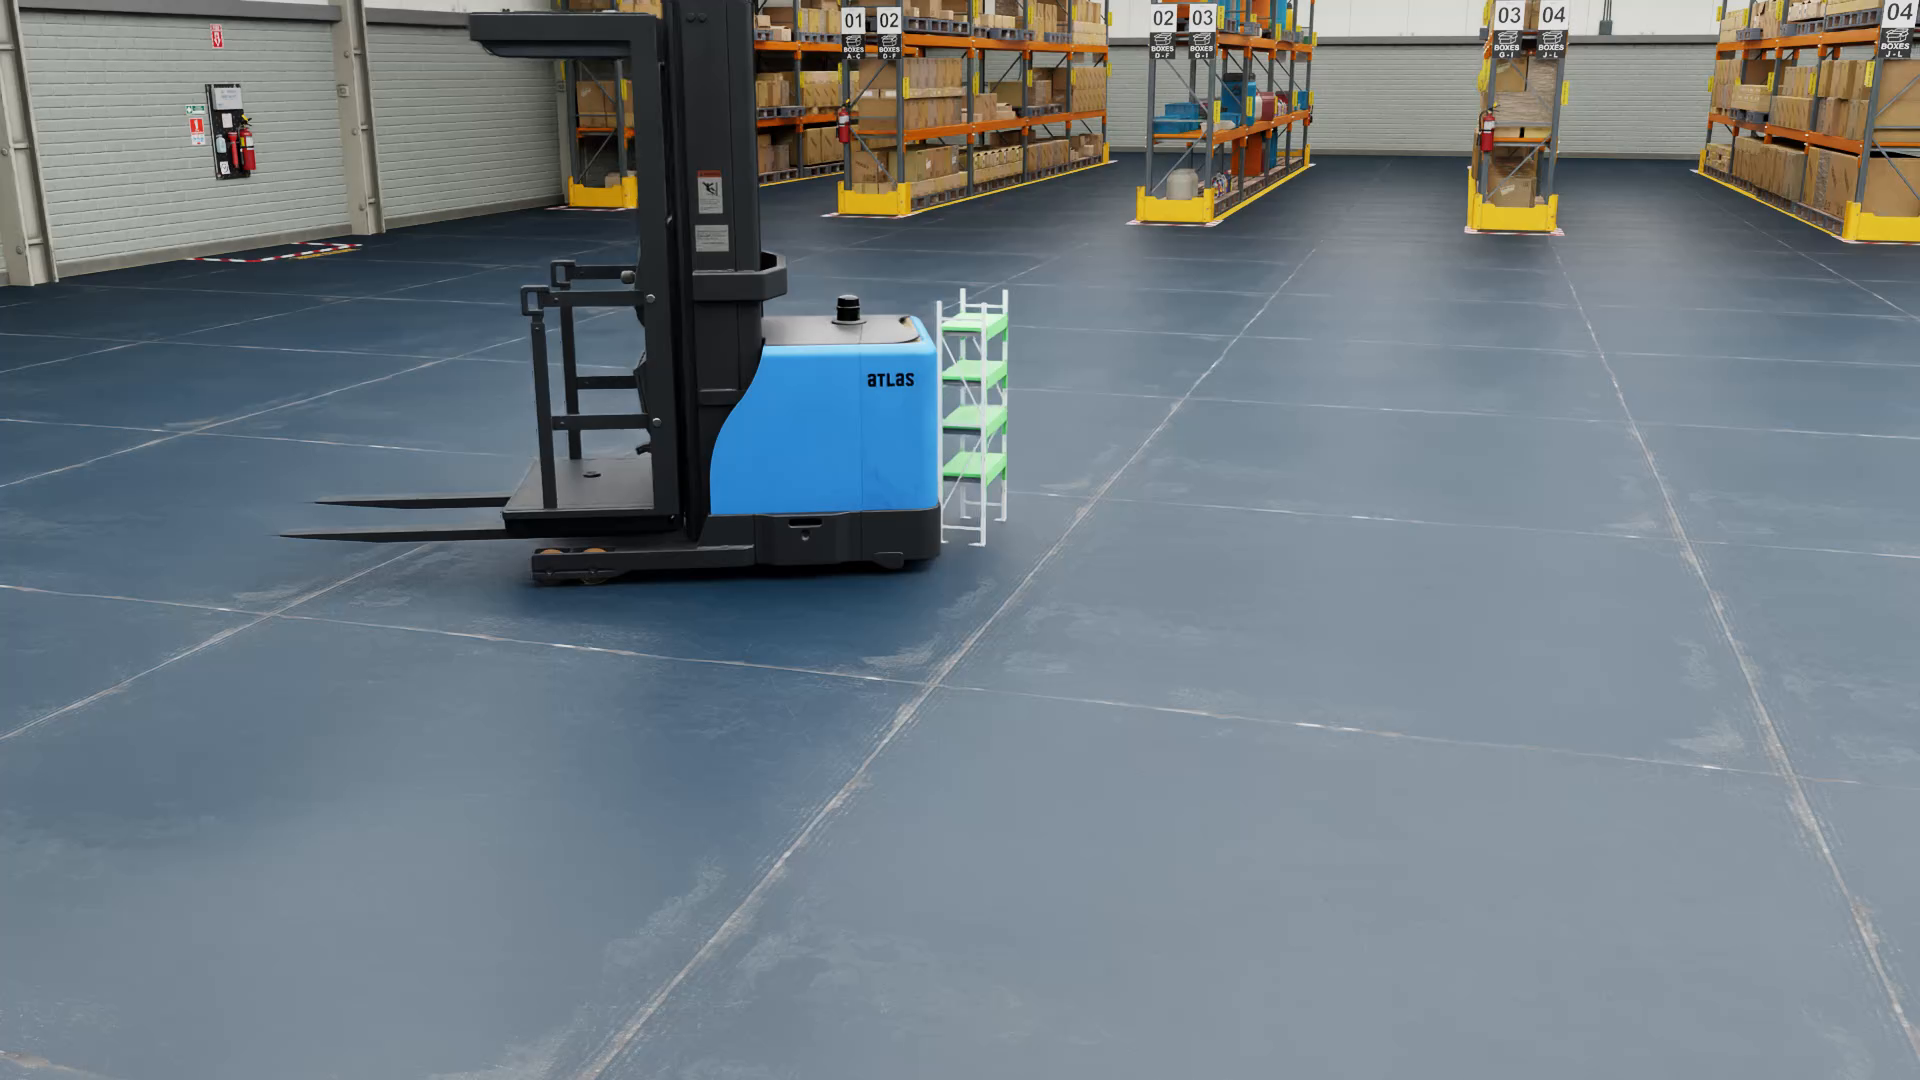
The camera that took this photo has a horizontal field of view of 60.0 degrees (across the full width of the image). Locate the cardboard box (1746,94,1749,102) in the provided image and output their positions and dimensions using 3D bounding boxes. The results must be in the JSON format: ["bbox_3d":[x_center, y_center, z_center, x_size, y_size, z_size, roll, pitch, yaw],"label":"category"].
[{"bbox_3d":[15.177,-8.410,31.629,0.380,0.149,0.250,5,17,17],"label":"cardboard box"}]

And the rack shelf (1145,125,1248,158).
[{"bbox_3d":[3.928,-6.563,27.289,1.077,0.370,4.000,5,16,16],"label":"rack shelf"}]

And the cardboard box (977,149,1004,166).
[{"bbox_3d":[0.540,-7.457,32.366,0.500,0.311,0.500,5,17,17],"label":"cardboard box"}]

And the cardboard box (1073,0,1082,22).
[{"bbox_3d":[2.401,-12.133,38.094,0.700,0.500,0.500,5,16,16],"label":"cardboard box"}]

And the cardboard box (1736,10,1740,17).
[{"bbox_3d":[16.415,-10.977,34.663,0.380,0.149,0.250,5,16,15],"label":"cardboard box"}]

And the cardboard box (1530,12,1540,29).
[{"bbox_3d":[8.493,-7.479,23.977,0.500,0.250,0.500,5,17,18],"label":"cardboard box"}]

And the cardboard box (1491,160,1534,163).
[{"bbox_3d":[9.594,-6.340,28.958,0.700,0.500,0.500,5,16,16],"label":"cardboard box"}]

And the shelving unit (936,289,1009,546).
[{"bbox_3d":[0.065,-0.622,8.322,0.258,1.200,0.503,4,16,13],"label":"shelving unit"}]

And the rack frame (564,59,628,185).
[{"bbox_3d":[-6.139,-7.154,28.055,1.000,3.000,0.127,5,16,16],"label":"rack frame"}]

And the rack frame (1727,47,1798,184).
[{"bbox_3d":[16.245,-8.730,33.611,1.000,3.000,0.127,5,16,16],"label":"rack frame"}]

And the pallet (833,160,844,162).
[{"bbox_3d":[-2.876,-8.744,38.771,1.003,0.211,1.213,5,16,16],"label":"pallet"}]

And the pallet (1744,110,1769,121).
[{"bbox_3d":[15.632,-8.112,31.785,1.003,0.211,1.213,5,16,16],"label":"pallet"}]

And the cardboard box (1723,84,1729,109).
[{"bbox_3d":[16.403,-9.336,35.017,0.500,0.500,0.500,5,16,16],"label":"cardboard box"}]

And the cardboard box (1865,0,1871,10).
[{"bbox_3d":[12.749,-7.409,22.965,0.380,0.149,0.250,5,17,17],"label":"cardboard box"}]

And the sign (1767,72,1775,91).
[{"bbox_3d":[14.585,-8.242,29.914,0.100,0.325,0.005,5,16,16],"label":"sign"}]

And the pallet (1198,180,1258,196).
[{"bbox_3d":[5.027,-6.619,31.280,1.003,0.211,1.213,5,16,16],"label":"pallet"}]

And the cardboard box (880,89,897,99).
[{"bbox_3d":[-1.071,-7.217,26.905,0.380,0.149,0.250,5,16,15],"label":"cardboard box"}]

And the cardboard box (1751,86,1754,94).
[{"bbox_3d":[15.028,-8.419,31.115,0.380,0.149,0.250,5,17,18],"label":"cardboard box"}]

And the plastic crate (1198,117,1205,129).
[{"bbox_3d":[3.840,-6.997,27.889,0.450,0.188,0.662,5,16,16],"label":"plastic crate"}]

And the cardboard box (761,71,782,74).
[{"bbox_3d":[-3.985,-9.947,35.764,0.500,0.250,0.500,5,17,17],"label":"cardboard box"}]

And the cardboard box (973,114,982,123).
[{"bbox_3d":[0.196,-7.912,31.189,0.380,0.149,0.250,5,16,16],"label":"cardboard box"}]

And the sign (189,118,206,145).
[{"bbox_3d":[-9.470,-5.071,20.647,0.001,0.329,0.234,5,16,16],"label":"sign"}]

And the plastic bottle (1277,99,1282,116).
[{"bbox_3d":[6.770,-9.187,35.314,0.144,0.351,0.185,5,16,16],"label":"plastic bottle"}]

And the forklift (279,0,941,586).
[{"bbox_3d":[-1.642,-1.352,7.724,3.031,2.935,1.130,-2,16,-6],"label":"forklift"}]

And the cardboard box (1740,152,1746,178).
[{"bbox_3d":[15.496,-7.280,32.311,0.500,0.500,0.500,5,17,17],"label":"cardboard box"}]

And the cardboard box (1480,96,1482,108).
[{"bbox_3d":[11.392,-9.348,35.519,0.500,0.250,0.500,4,16,15],"label":"cardboard box"}]

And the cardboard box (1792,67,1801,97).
[{"bbox_3d":[14.685,-7.829,28.420,0.700,0.500,0.500,4,16,15],"label":"cardboard box"}]

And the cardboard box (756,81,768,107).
[{"bbox_3d":[-4.322,-9.055,33.768,0.700,0.500,0.500,5,16,16],"label":"cardboard box"}]

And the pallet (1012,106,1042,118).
[{"bbox_3d":[1.010,-8.954,34.753,1.213,0.211,1.003,5,16,16],"label":"pallet"}]

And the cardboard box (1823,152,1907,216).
[{"bbox_3d":[13.212,-5.183,24.231,0.875,0.875,0.875,4,16,15],"label":"cardboard box"}]

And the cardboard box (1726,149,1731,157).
[{"bbox_3d":[16.131,-8.030,34.508,0.380,0.149,0.250,5,17,17],"label":"cardboard box"}]

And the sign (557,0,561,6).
[{"bbox_3d":[-6.666,-9.071,27.695,0.100,0.325,0.005,5,16,16],"label":"sign"}]

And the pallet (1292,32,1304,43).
[{"bbox_3d":[6.640,-10.665,35.281,1.213,0.211,1.003,5,16,16],"label":"pallet"}]

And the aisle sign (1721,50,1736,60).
[{"bbox_3d":[17.115,-11.070,37.095,0.394,0.787,0.004,5,16,16],"label":"aisle sign"}]

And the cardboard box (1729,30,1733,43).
[{"bbox_3d":[16.564,-10.642,35.131,0.500,0.250,0.500,5,16,16],"label":"cardboard box"}]

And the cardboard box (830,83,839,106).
[{"bbox_3d":[-3.042,-9.958,37.175,0.500,0.500,0.500,5,17,17],"label":"cardboard box"}]

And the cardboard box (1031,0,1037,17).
[{"bbox_3d":[1.305,-11.217,34.865,0.500,0.500,0.500,5,16,16],"label":"cardboard box"}]

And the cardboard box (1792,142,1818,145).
[{"bbox_3d":[15.536,-7.205,30.673,0.500,0.250,0.500,4,16,13],"label":"cardboard box"}]

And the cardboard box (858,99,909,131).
[{"bbox_3d":[-1.244,-6.940,27.117,0.700,0.500,0.500,5,16,16],"label":"cardboard box"}]

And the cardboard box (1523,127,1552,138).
[{"bbox_3d":[8.418,-5.937,24.224,0.380,0.149,0.250,5,16,16],"label":"cardboard box"}]

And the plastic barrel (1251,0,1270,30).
[{"bbox_3d":[5.797,-10.479,32.723,0.600,0.830,0.708,5,16,16],"label":"plastic barrel"}]

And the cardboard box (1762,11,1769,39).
[{"bbox_3d":[15.303,-9.606,31.020,0.500,0.500,0.500,5,16,16],"label":"cardboard box"}]

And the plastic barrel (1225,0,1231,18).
[{"bbox_3d":[4.432,-9.266,29.086,0.600,0.901,0.708,5,16,16],"label":"plastic barrel"}]

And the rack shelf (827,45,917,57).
[{"bbox_3d":[-2.161,-11.914,40.657,1.077,0.370,4.000,5,16,16],"label":"rack shelf"}]

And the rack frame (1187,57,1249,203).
[{"bbox_3d":[4.496,-7.432,29.036,1.000,3.000,0.127,5,16,16],"label":"rack frame"}]

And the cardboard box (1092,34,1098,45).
[{"bbox_3d":[2.983,-11.911,39.604,0.500,0.250,0.500,5,16,16],"label":"cardboard box"}]

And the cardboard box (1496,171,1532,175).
[{"bbox_3d":[8.635,-5.485,25.980,0.500,0.500,0.500,6,17,21],"label":"cardboard box"}]

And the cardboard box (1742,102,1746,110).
[{"bbox_3d":[15.252,-8.336,31.913,0.380,0.149,0.250,4,16,13],"label":"cardboard box"}]

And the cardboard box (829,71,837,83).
[{"bbox_3d":[-3.060,-10.313,37.053,0.500,0.250,0.500,4,16,15],"label":"cardboard box"}]

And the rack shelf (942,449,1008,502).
[{"bbox_3d":[0.065,-0.329,8.405,0.258,0.148,0.480,4,16,13],"label":"rack shelf"}]

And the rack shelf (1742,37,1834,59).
[{"bbox_3d":[15.677,-9.304,31.455,1.077,0.370,4.000,5,16,16],"label":"rack shelf"}]

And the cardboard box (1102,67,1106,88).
[{"bbox_3d":[3.295,-11.348,40.826,0.500,0.500,0.500,4,16,15],"label":"cardboard box"}]

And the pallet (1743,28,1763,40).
[{"bbox_3d":[15.676,-9.658,31.730,1.213,0.211,1.003,5,16,16],"label":"pallet"}]

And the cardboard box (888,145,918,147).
[{"bbox_3d":[-0.968,-6.699,29.344,0.500,0.500,0.500,5,16,16],"label":"cardboard box"}]

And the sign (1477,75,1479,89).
[{"bbox_3d":[12.125,-10.687,38.778,0.100,0.325,0.005,5,16,16],"label":"sign"}]

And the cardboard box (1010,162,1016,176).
[{"bbox_3d":[0.826,-7.451,33.372,0.500,0.250,0.500,4,16,15],"label":"cardboard box"}]
